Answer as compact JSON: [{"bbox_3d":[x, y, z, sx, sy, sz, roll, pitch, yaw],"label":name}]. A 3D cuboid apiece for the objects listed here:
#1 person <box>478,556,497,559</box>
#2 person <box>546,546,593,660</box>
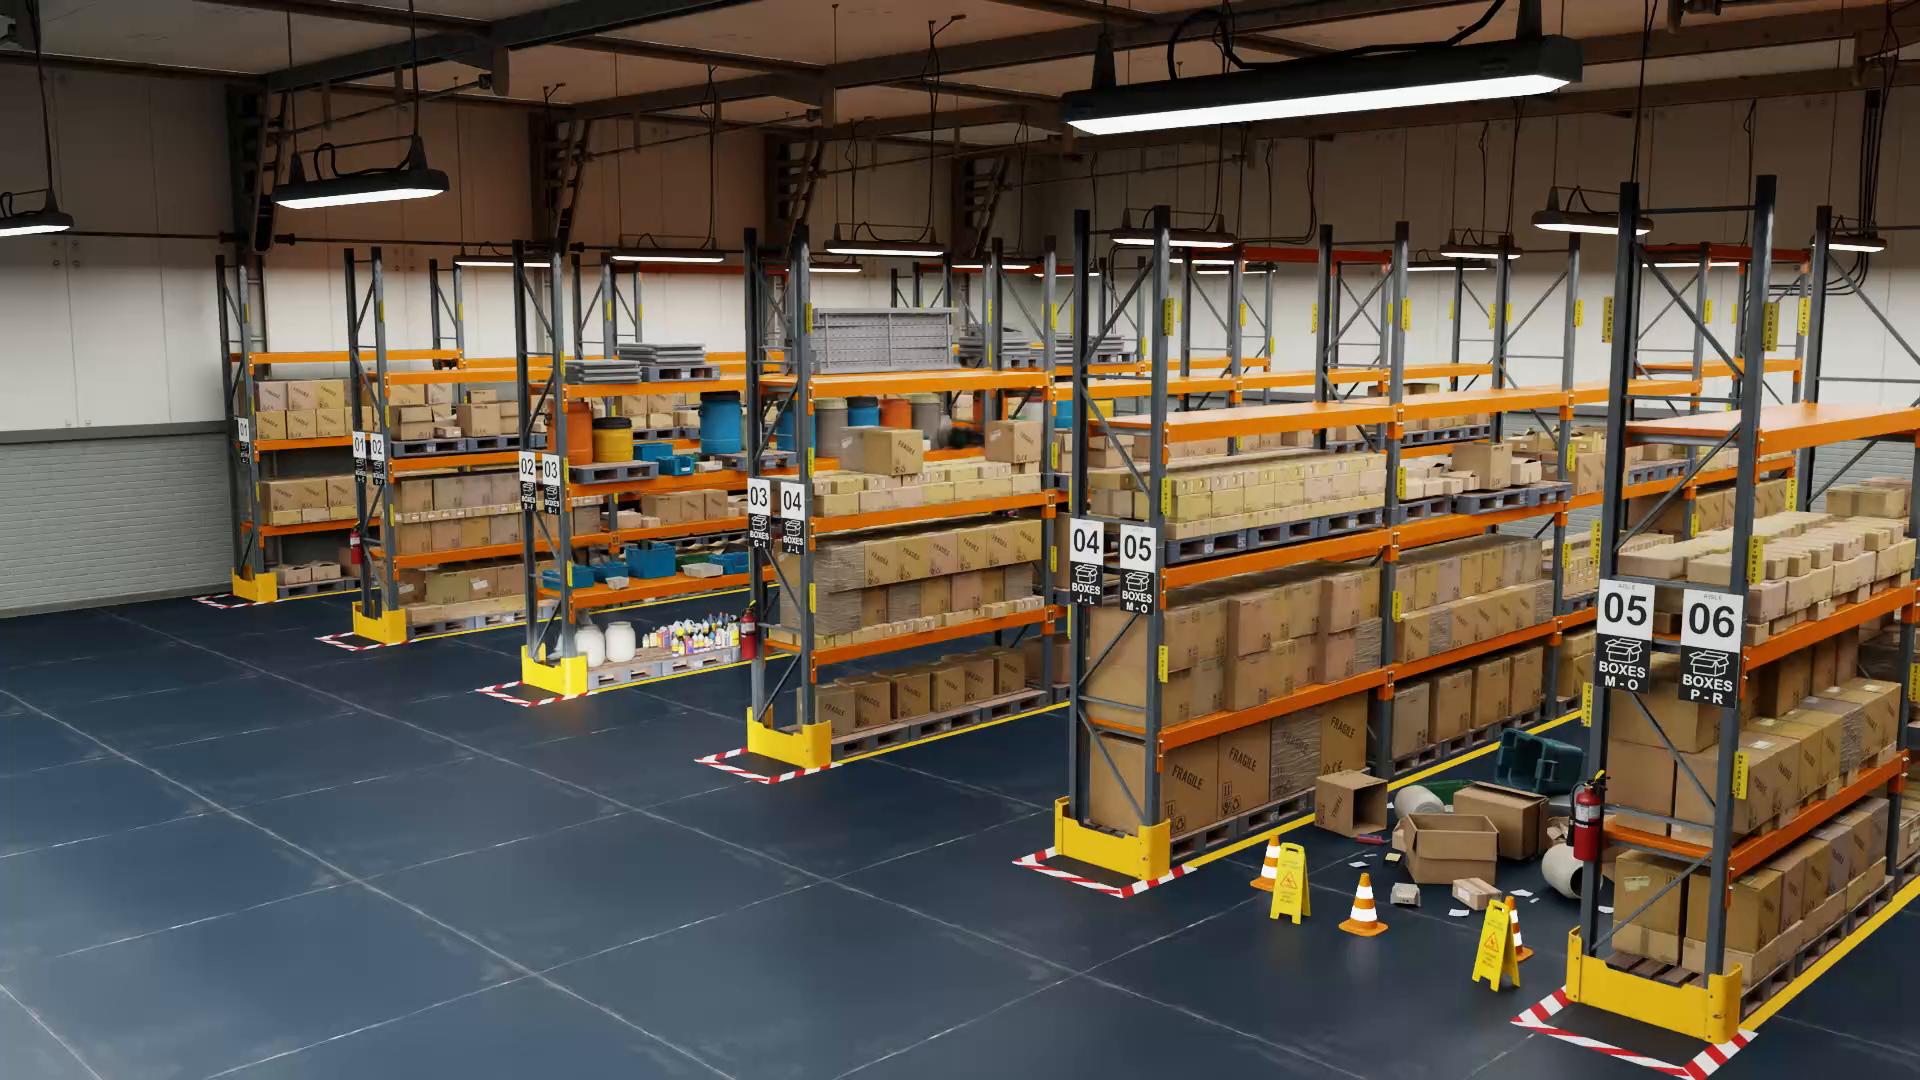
[{"bbox_3d":[-8.772,0.021,30.675,0.654,1.667,0.770,0,8,-2],"label":"person"},{"bbox_3d":[-5.727,0.888,24.515,0.771,1.647,0.654,-2,8,-11],"label":"person"}]
